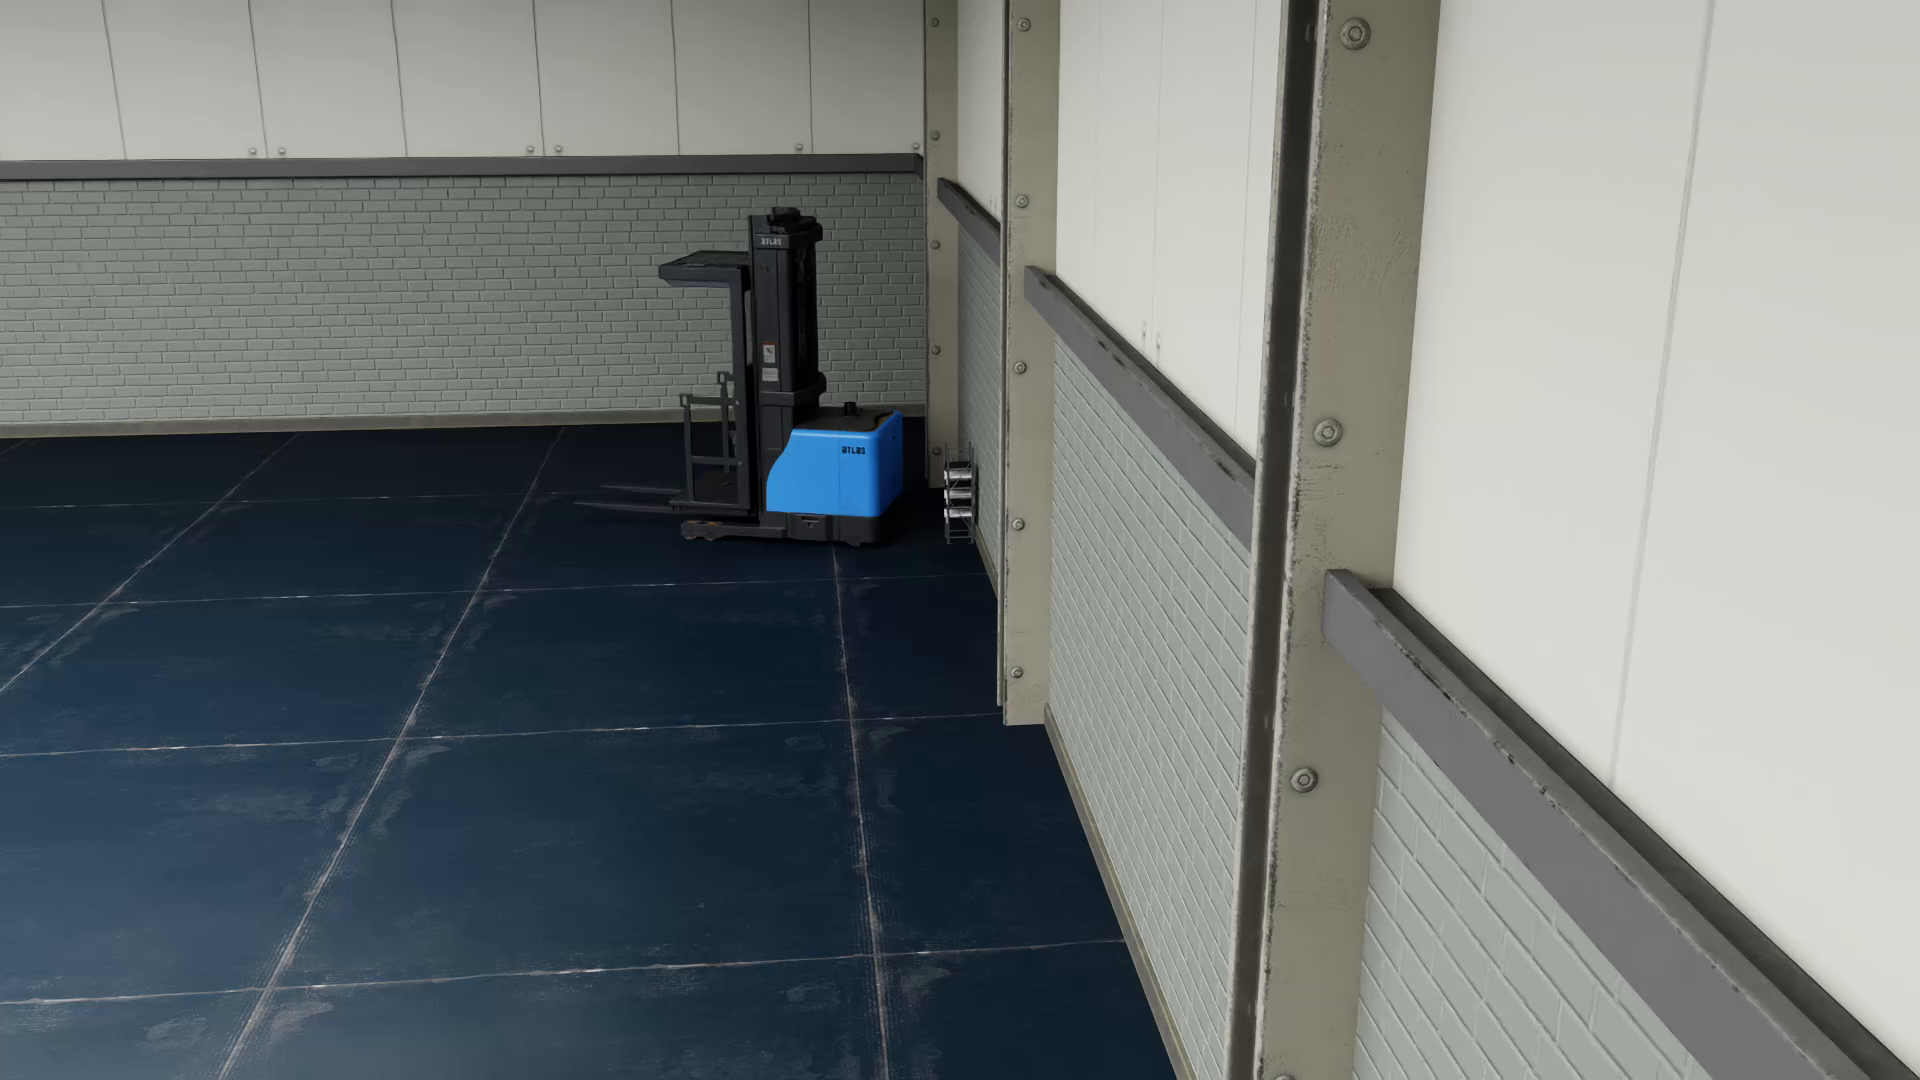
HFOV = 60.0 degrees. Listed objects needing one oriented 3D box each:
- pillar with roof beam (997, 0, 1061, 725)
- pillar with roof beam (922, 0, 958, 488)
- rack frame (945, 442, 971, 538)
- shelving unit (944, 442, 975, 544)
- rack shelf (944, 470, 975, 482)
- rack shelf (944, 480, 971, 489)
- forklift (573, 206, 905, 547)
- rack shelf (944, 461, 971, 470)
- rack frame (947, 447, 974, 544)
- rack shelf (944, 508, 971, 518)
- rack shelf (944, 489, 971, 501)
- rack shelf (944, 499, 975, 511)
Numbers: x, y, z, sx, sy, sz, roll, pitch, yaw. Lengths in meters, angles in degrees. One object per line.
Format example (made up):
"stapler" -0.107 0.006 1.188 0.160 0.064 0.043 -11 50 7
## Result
"pillar with roof beam" -3.849 -2.970 9.685 9.100 9.000 0.400 -2 18 -6
"pillar with roof beam" -4.468 -4.757 15.379 9.100 9.000 0.400 -2 18 -6
"rack frame" -0.019 -0.456 15.201 0.240 0.900 0.006 -2 18 -6
"shelving unit" -0.007 -0.426 15.105 0.258 0.900 0.210 -2 18 -6
"rack shelf" -0.007 -0.566 15.061 0.258 0.077 0.200 -2 18 -6
"rack shelf" -0.007 -0.480 15.088 0.258 0.077 0.200 -2 18 -6
"forklift" -2.093 -1.543 15.271 3.031 2.935 1.130 4 18 11
"rack shelf" -0.007 -0.652 15.034 0.258 0.077 0.200 -2 18 -6
"rack frame" 0.004 -0.396 15.009 0.240 0.900 0.006 -2 18 -6
"rack shelf" -0.007 -0.223 15.169 0.258 0.077 0.200 -2 18 -6
"rack shelf" -0.007 -0.394 15.115 0.258 0.077 0.200 -2 18 -6
"rack shelf" -0.007 -0.308 15.142 0.258 0.077 0.200 -2 18 -6
